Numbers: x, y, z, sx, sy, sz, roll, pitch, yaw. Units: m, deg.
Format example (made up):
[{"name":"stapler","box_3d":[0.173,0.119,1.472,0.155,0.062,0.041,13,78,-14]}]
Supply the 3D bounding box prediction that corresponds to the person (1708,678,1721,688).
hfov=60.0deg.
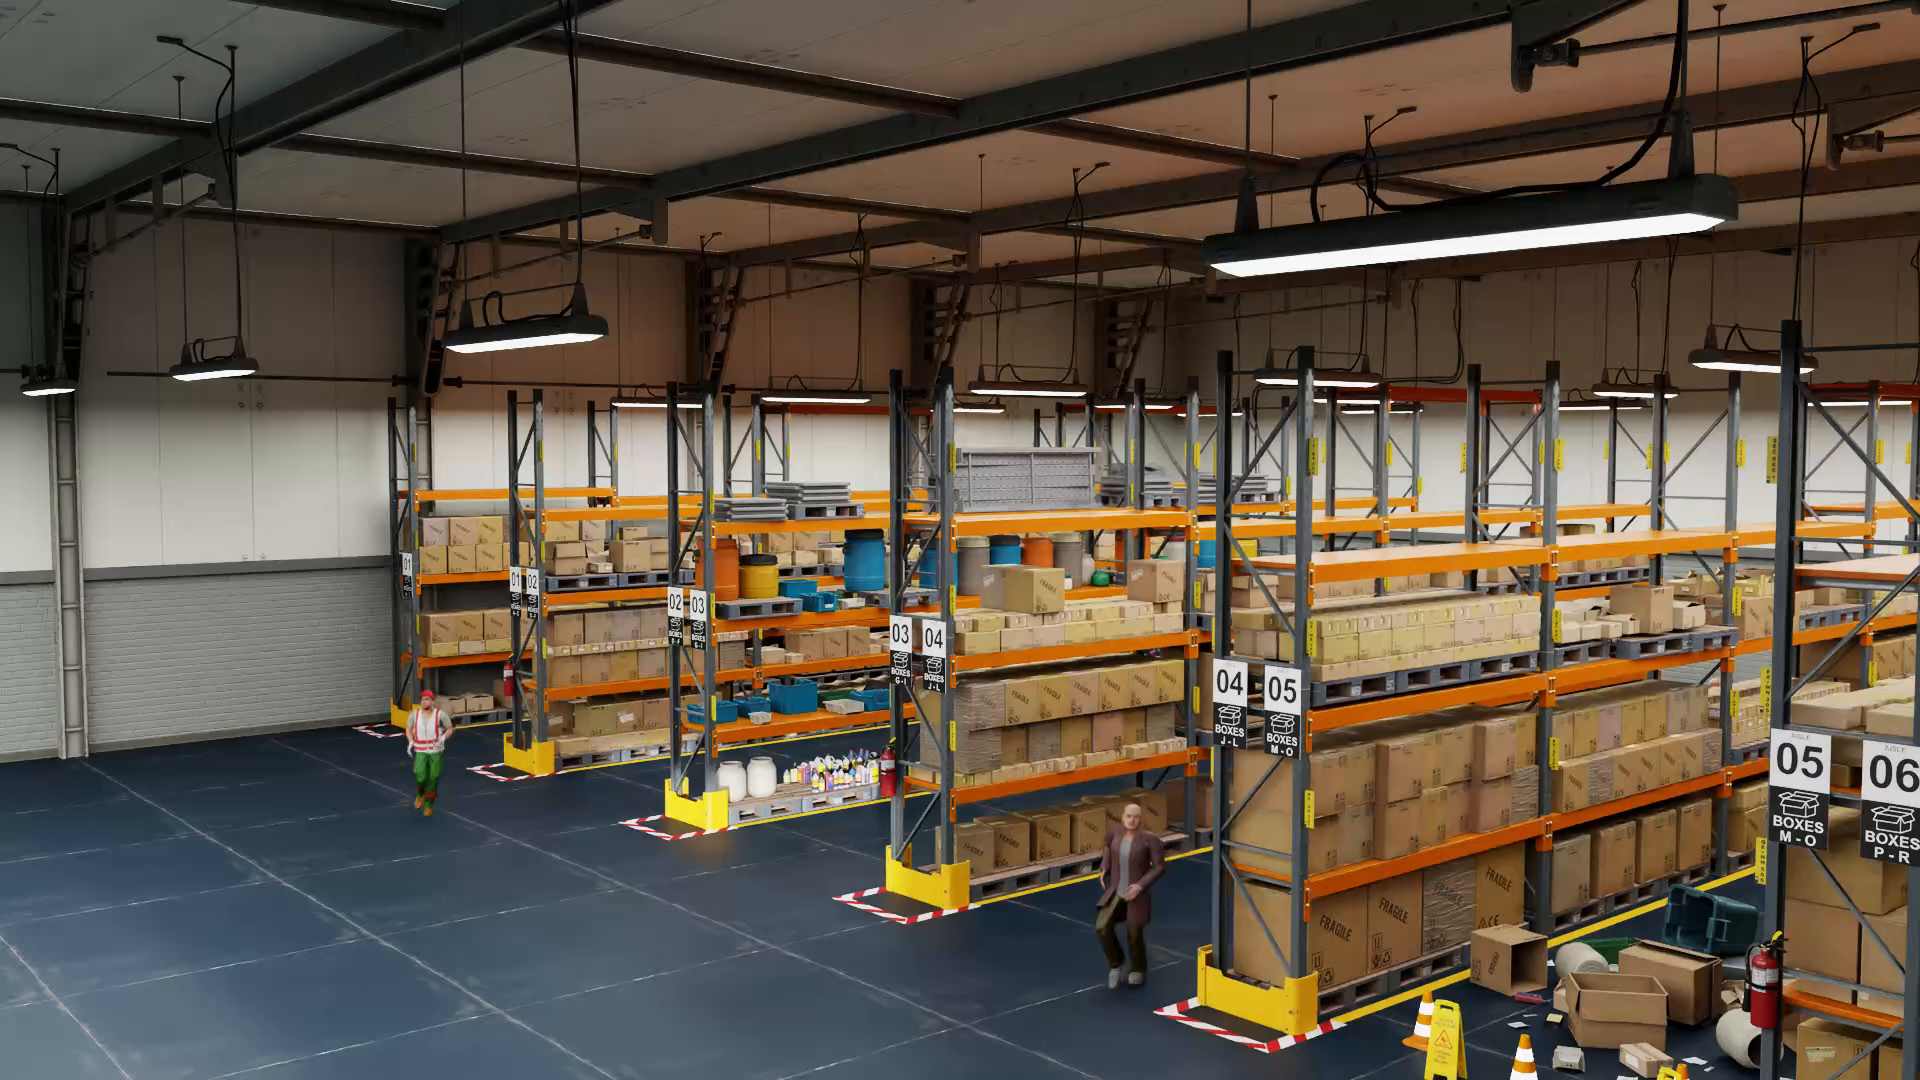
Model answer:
[{"name":"person","box_3d":[11.100,2.879,24.525,0.645,1.694,0.639,-2,4,-34]}]

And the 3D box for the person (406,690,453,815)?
[{"name":"person","box_3d":[-7.352,2.945,23.020,0.637,1.749,0.607,-1,3,-12]}]

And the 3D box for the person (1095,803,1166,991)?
[{"name":"person","box_3d":[1.596,3.471,15.747,0.726,1.575,0.676,2,4,31]}]
